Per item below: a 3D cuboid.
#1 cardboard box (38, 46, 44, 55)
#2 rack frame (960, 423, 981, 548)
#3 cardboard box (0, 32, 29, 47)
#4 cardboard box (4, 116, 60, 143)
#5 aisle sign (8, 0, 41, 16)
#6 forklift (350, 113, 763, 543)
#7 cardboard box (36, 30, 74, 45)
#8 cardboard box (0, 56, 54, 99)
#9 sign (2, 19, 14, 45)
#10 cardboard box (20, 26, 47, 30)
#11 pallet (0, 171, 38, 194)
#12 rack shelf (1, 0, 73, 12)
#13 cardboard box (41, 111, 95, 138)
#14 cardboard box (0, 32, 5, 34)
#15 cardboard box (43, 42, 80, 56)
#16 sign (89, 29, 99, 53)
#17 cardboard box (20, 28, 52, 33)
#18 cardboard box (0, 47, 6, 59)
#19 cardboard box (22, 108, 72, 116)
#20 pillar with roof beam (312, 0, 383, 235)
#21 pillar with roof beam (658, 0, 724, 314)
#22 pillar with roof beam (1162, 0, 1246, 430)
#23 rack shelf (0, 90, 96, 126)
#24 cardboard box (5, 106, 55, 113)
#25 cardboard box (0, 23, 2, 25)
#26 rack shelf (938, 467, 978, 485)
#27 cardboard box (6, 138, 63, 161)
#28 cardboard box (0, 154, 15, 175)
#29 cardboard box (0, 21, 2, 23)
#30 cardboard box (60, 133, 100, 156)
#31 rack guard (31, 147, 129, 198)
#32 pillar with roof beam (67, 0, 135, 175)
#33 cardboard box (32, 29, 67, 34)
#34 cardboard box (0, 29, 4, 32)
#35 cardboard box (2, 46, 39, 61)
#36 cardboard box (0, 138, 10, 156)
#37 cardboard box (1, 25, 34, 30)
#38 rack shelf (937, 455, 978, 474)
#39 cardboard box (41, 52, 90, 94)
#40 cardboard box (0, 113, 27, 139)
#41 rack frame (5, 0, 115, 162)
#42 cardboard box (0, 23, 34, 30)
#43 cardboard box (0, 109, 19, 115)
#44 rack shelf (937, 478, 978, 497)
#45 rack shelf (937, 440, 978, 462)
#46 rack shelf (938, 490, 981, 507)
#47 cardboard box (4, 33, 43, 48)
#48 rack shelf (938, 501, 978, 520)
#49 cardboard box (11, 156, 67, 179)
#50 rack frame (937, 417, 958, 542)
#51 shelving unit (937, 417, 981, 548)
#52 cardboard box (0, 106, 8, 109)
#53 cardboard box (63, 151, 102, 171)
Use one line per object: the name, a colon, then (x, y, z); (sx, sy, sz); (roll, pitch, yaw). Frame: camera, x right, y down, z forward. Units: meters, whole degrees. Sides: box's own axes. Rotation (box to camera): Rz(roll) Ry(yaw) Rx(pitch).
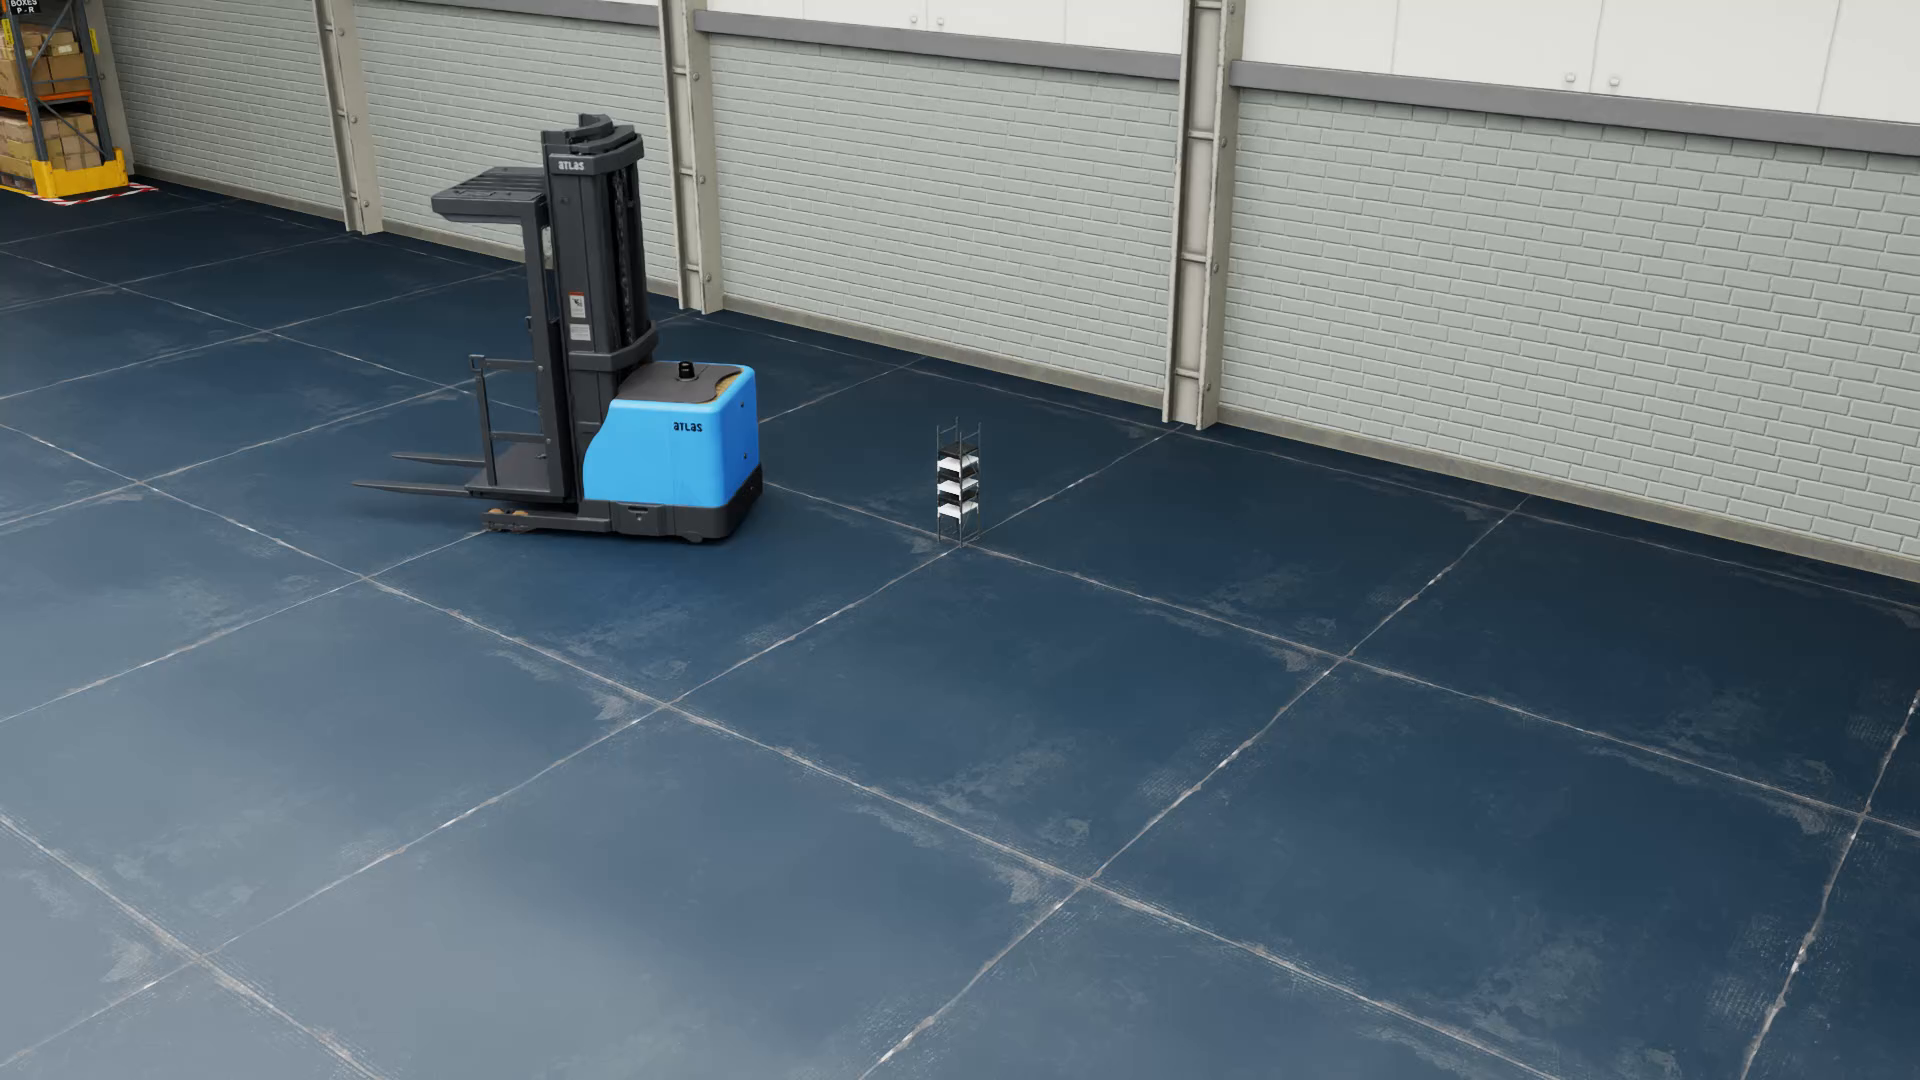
cardboard box: (-12.715, -6.860, 23.171); (0.250, 0.149, 0.380); (17, 29, 33)
rack frame: (0.075, -0.389, 12.017); (0.006, 0.900, 0.240); (17, 29, 33)
cardboard box: (-12.993, -6.860, 22.801); (0.250, 0.149, 0.380); (17, 29, 33)
cardboard box: (-12.919, -5.715, 23.149); (0.500, 0.250, 0.500); (18, 29, 35)
aisle sign: (-12.488, -7.392, 22.082); (0.004, 0.787, 0.394); (17, 29, 33)
forklift: (-3.101, -1.594, 12.232); (3.031, 2.935, 1.130); (4, 24, 9)
cardboard box: (-12.505, -6.941, 22.987); (0.250, 0.149, 0.380); (16, 28, 32)
cardboard box: (-12.915, -6.393, 22.915); (0.500, 0.500, 0.500); (16, 28, 32)
sign: (-12.700, -6.779, 22.186); (0.005, 0.325, 0.100); (17, 29, 33)
cardboard box: (-13.103, -7.140, 23.436); (0.250, 0.149, 0.380); (17, 29, 34)
pallet: (-13.001, -5.208, 23.808); (1.213, 0.211, 1.003); (17, 29, 33)
rack shelf: (-13.964, -7.840, 23.495); (4.000, 0.370, 1.077); (17, 29, 33)
cardboard box: (-12.635, -5.881, 23.528); (0.500, 0.250, 0.500); (16, 29, 33)
cardboard box: (-13.219, -6.914, 22.925); (0.250, 0.149, 0.380); (18, 29, 34)
cardboard box: (-12.480, -6.821, 23.082); (0.250, 0.149, 0.380); (16, 28, 32)
sign: (-12.026, -6.923, 23.070); (0.005, 0.325, 0.100); (17, 29, 33)
cardboard box: (-12.913, -7.075, 23.290); (0.250, 0.149, 0.380); (17, 29, 34)
cardboard box: (-13.032, -6.701, 22.810); (0.250, 0.149, 0.380); (17, 29, 34)
cardboard box: (-13.037, -6.001, 23.799); (0.500, 0.250, 0.500); (17, 29, 33)
pillar with roof beam: (-10.161, -6.677, 16.244); (0.400, 9.000, 9.100); (17, 29, 33)
pillar with roof beam: (-5.360, -5.226, 12.951); (0.400, 9.000, 9.100); (17, 29, 33)
pillar with roof beam: (-0.559, -3.775, 9.658); (0.400, 9.000, 9.100); (17, 29, 33)
rack shelf: (-13.964, -6.467, 24.100); (4.000, 0.370, 1.077); (17, 29, 33)
cardboard box: (-13.431, -6.125, 24.081); (0.500, 0.250, 0.500); (17, 29, 33)
cardboard box: (-13.725, -7.325, 23.857); (0.250, 0.149, 0.380); (17, 29, 34)
rack shelf: (-0.006, -0.466, 12.050); (0.200, 0.077, 0.258); (17, 29, 33)
cardboard box: (-12.941, -5.492, 23.264); (0.500, 0.250, 0.500); (16, 29, 33)
cardboard box: (-13.322, -5.382, 23.633); (0.500, 0.250, 0.500); (17, 29, 33)
cardboard box: (-13.939, -7.388, 23.999); (0.250, 0.149, 0.380); (18, 29, 35)
cardboard box: (-12.616, -5.656, 23.636); (0.500, 0.250, 0.500); (17, 29, 34)
rack guard: (-12.345, -5.163, 23.348); (0.348, 0.500, 1.175); (17, 29, 33)
pillar with roof beam: (-14.962, -8.128, 19.537); (0.400, 9.000, 9.100); (17, 29, 33)
cardboard box: (-12.680, -7.026, 23.179); (0.250, 0.149, 0.380); (18, 29, 35)
cardboard box: (-13.373, -6.998, 23.116); (0.250, 0.149, 0.380); (17, 29, 34)
cardboard box: (-12.809, -6.649, 22.691); (0.250, 0.149, 0.380); (17, 29, 34)
cardboard box: (-13.336, -5.617, 23.547); (0.500, 0.250, 0.500); (16, 29, 33)
cardboard box: (-13.328, -7.195, 23.563); (0.250, 0.149, 0.380); (18, 29, 35)
rack shelf: (-0.006, -0.548, 12.014); (0.200, 0.077, 0.258); (17, 29, 33)
cardboard box: (-12.594, -6.568, 23.312); (0.500, 0.500, 0.500); (18, 29, 35)
cardboard box: (-13.332, -5.836, 23.425); (0.500, 0.250, 0.500); (17, 29, 34)
rack frame: (-12.364, -6.313, 22.857); (0.127, 3.000, 1.000); (17, 29, 33)
cardboard box: (-13.479, -7.291, 23.779); (0.250, 0.149, 0.380); (16, 28, 32)
cardboard box: (-13.741, -5.955, 23.695); (0.500, 0.250, 0.500); (17, 29, 34)
rack shelf: (-0.006, -0.383, 12.086); (0.200, 0.077, 0.258); (17, 29, 33)
rack shelf: (-0.006, -0.630, 11.978); (0.200, 0.077, 0.258); (17, 29, 33)
rack shelf: (-0.006, -0.301, 12.123); (0.200, 0.077, 0.258); (17, 29, 33)
cardboard box: (-12.777, -6.810, 22.688); (0.250, 0.149, 0.380); (17, 29, 33)
rack shelf: (-0.006, -0.219, 12.159); (0.200, 0.077, 0.258); (17, 29, 33)
cardboard box: (-12.929, -5.258, 23.353); (0.500, 0.250, 0.500); (17, 29, 34)
rack frame: (-0.088, -0.438, 12.129); (0.006, 0.900, 0.240); (17, 29, 33)
shelving unit: (-0.006, -0.414, 12.073); (0.210, 0.900, 0.258); (17, 29, 33)
cardboard box: (-13.837, -6.252, 24.368); (0.500, 0.250, 0.500); (16, 28, 32)
cardboard box: (-12.640, -5.428, 23.739); (0.500, 0.250, 0.500); (17, 29, 34)
